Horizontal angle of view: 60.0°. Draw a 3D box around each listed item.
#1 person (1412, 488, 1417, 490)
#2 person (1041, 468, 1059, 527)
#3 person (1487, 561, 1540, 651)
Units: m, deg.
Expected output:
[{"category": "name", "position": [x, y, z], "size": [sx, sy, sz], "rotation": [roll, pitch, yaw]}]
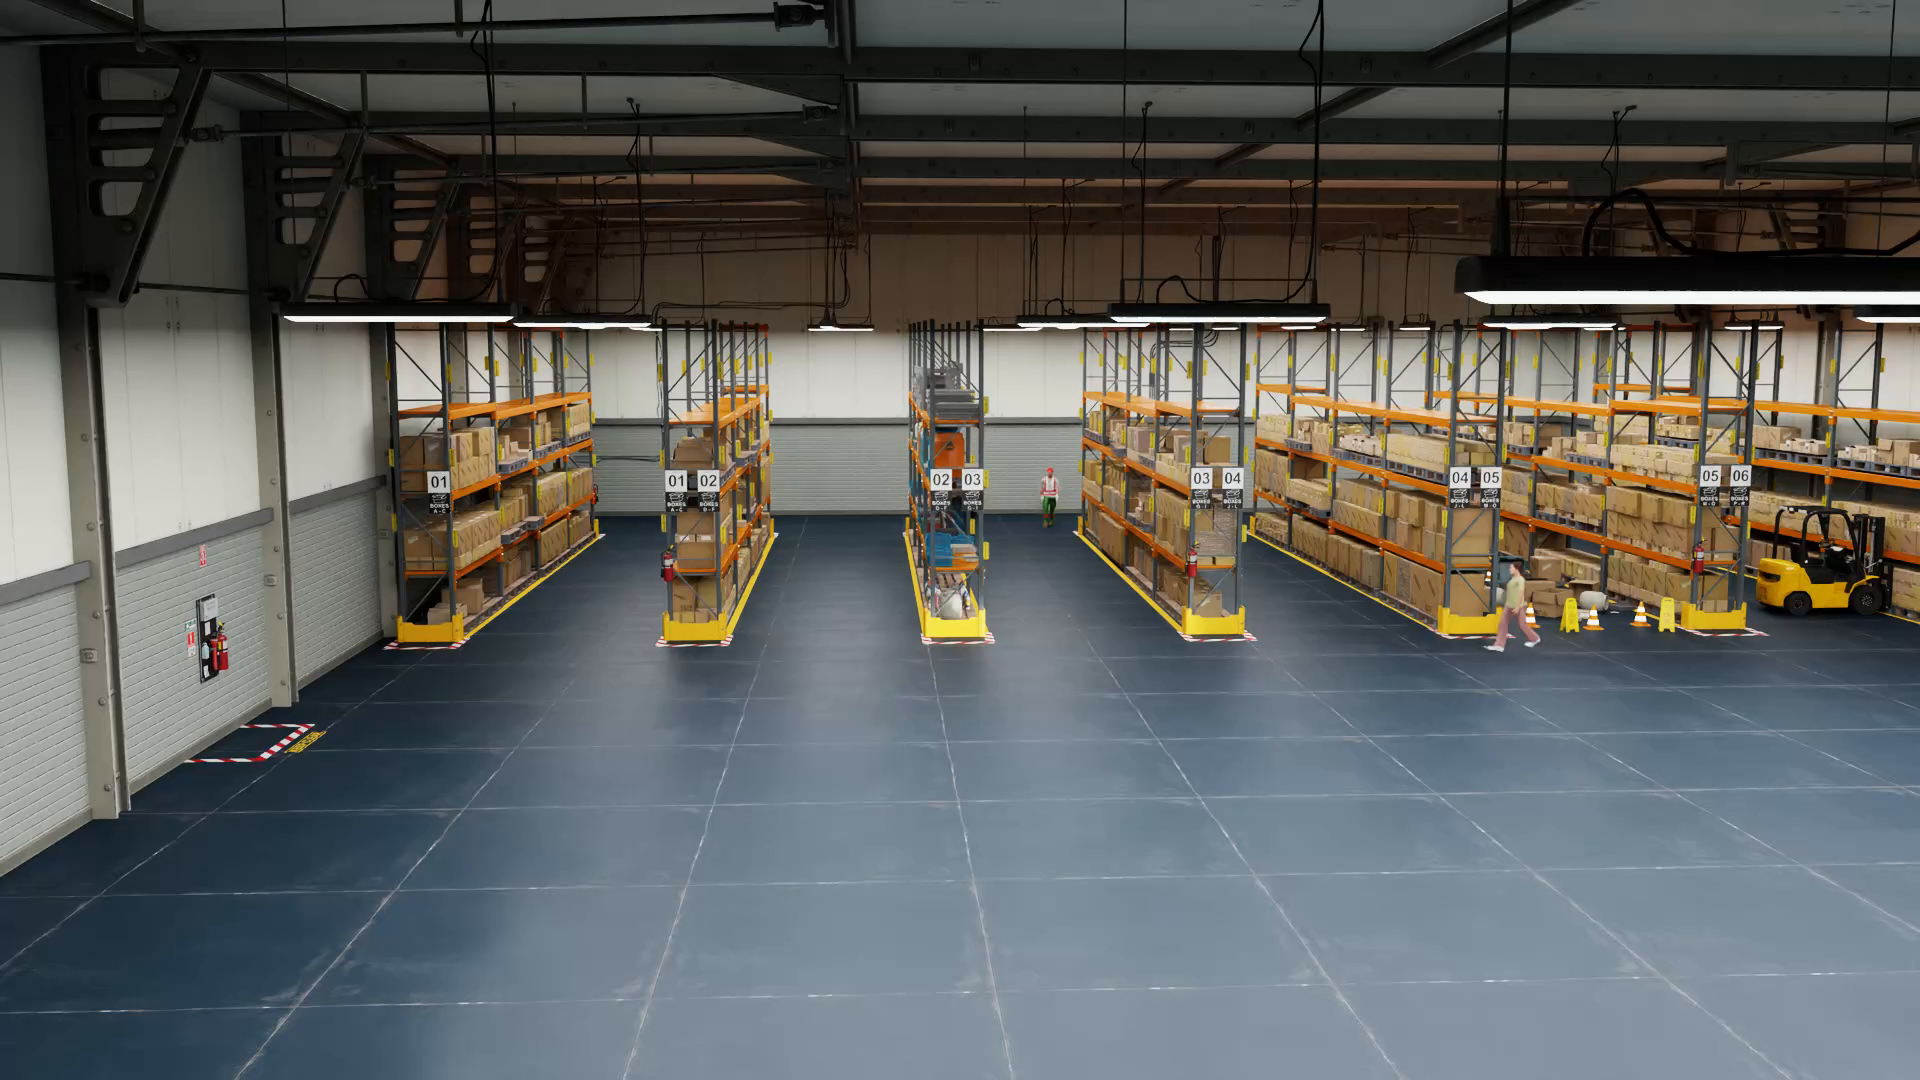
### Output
[{"category": "person", "position": [12.317, -0.621, 45.075], "size": [0.390, 1.586, 0.446], "rotation": [0, 7, -1]}, {"category": "person", "position": [2.666, -1.277, 49.393], "size": [0.554, 1.740, 0.975], "rotation": [1, 7, 4]}, {"category": "person", "position": [10.074, 1.200, 30.088], "size": [0.983, 1.640, 0.433], "rotation": [-3, 8, -25]}]
